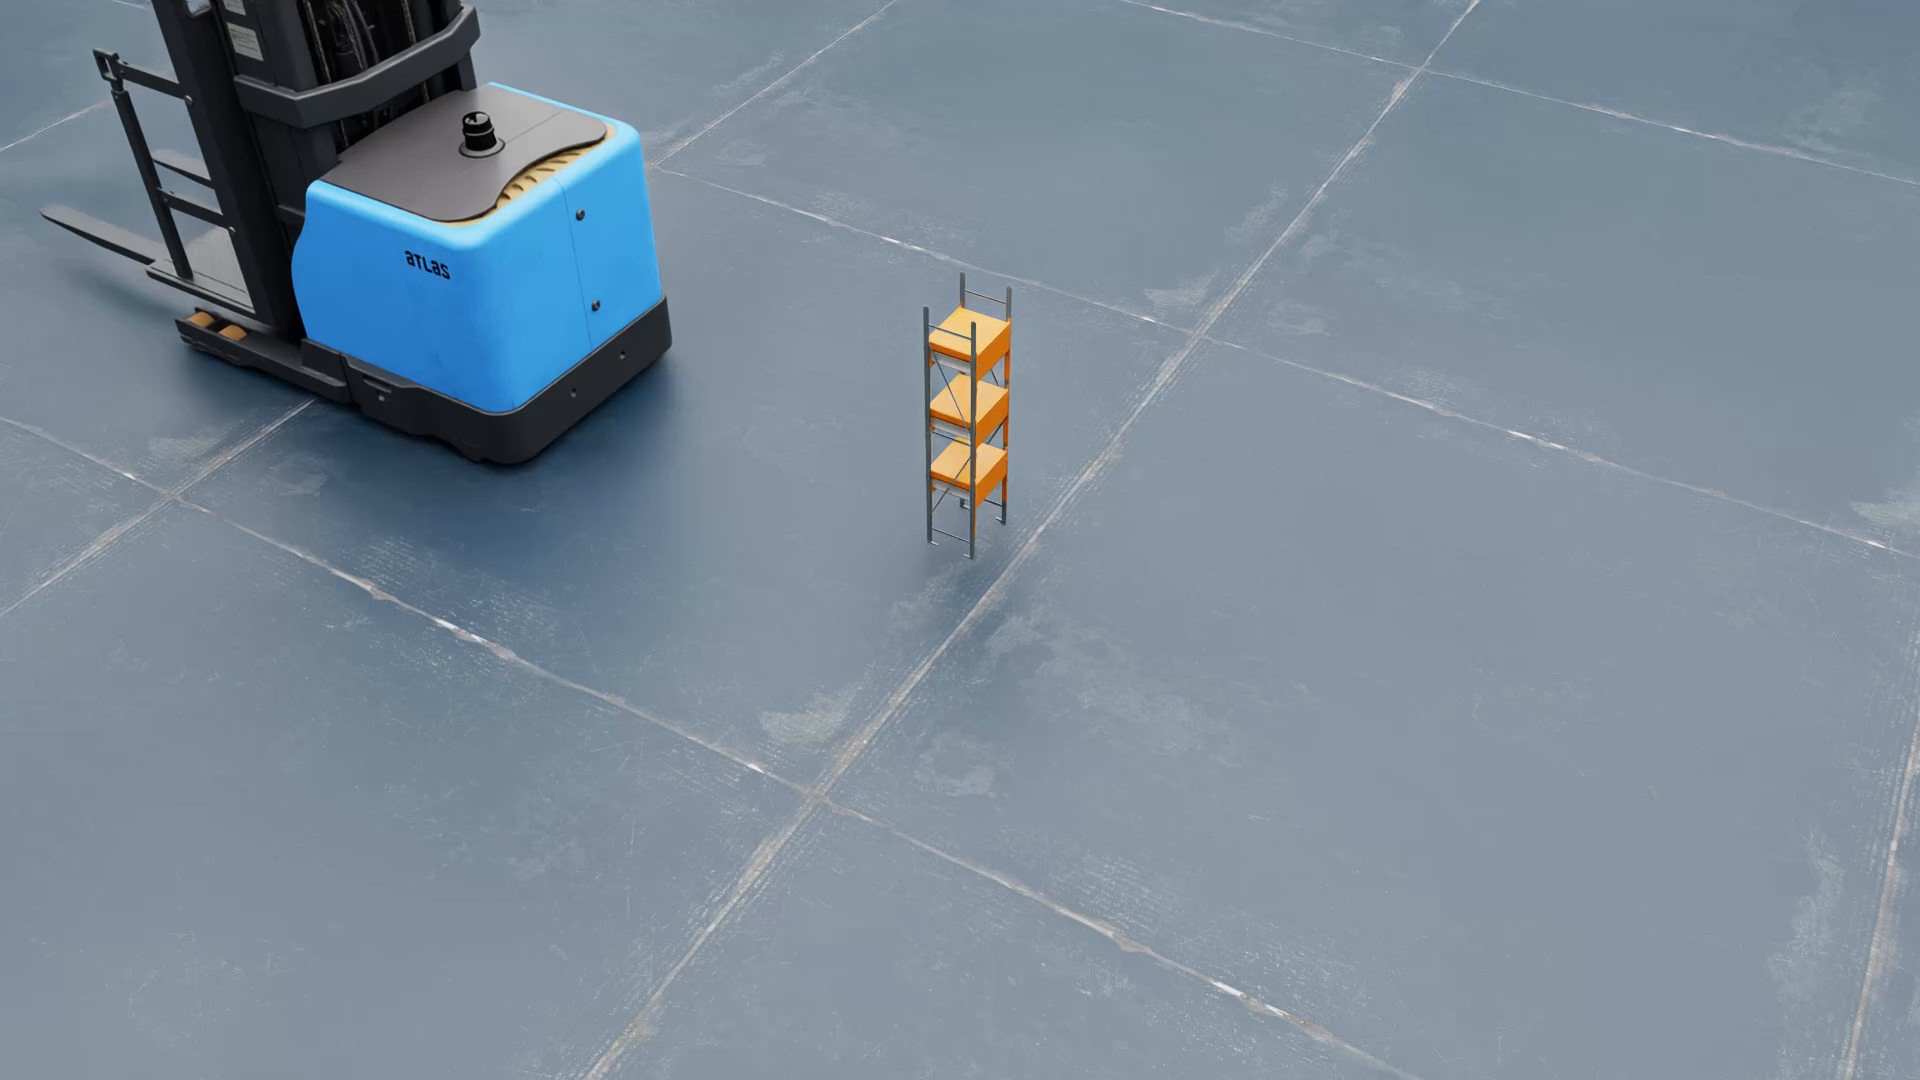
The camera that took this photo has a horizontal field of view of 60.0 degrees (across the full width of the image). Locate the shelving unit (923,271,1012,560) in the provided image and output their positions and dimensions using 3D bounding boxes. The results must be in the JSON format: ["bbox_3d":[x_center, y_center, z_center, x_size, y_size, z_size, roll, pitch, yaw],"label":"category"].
[{"bbox_3d":[0.027,-0.425,5.938,0.215,1.050,0.252,21,45,22],"label":"shelving unit"}]

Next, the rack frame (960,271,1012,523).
[{"bbox_3d":[0.088,-0.494,6.017,0.200,1.050,0.008,21,45,22],"label":"rack frame"}]

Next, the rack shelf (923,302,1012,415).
[{"bbox_3d":[0.027,-0.630,5.757,0.215,0.259,0.240,21,45,22],"label":"rack shelf"}]

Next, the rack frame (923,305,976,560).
[{"bbox_3d":[-0.034,-0.355,5.859,0.200,1.050,0.008,21,45,22],"label":"rack frame"}]

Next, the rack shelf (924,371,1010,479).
[{"bbox_3d":[0.027,-0.417,5.945,0.215,0.259,0.240,21,45,22],"label":"rack shelf"}]

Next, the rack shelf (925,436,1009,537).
[{"bbox_3d":[0.027,-0.208,6.128,0.215,0.259,0.240,21,45,22],"label":"rack shelf"}]

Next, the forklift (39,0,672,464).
[{"bbox_3d":[-2.758,-2.124,6.444,3.031,2.935,1.130,21,46,23],"label":"forklift"}]
